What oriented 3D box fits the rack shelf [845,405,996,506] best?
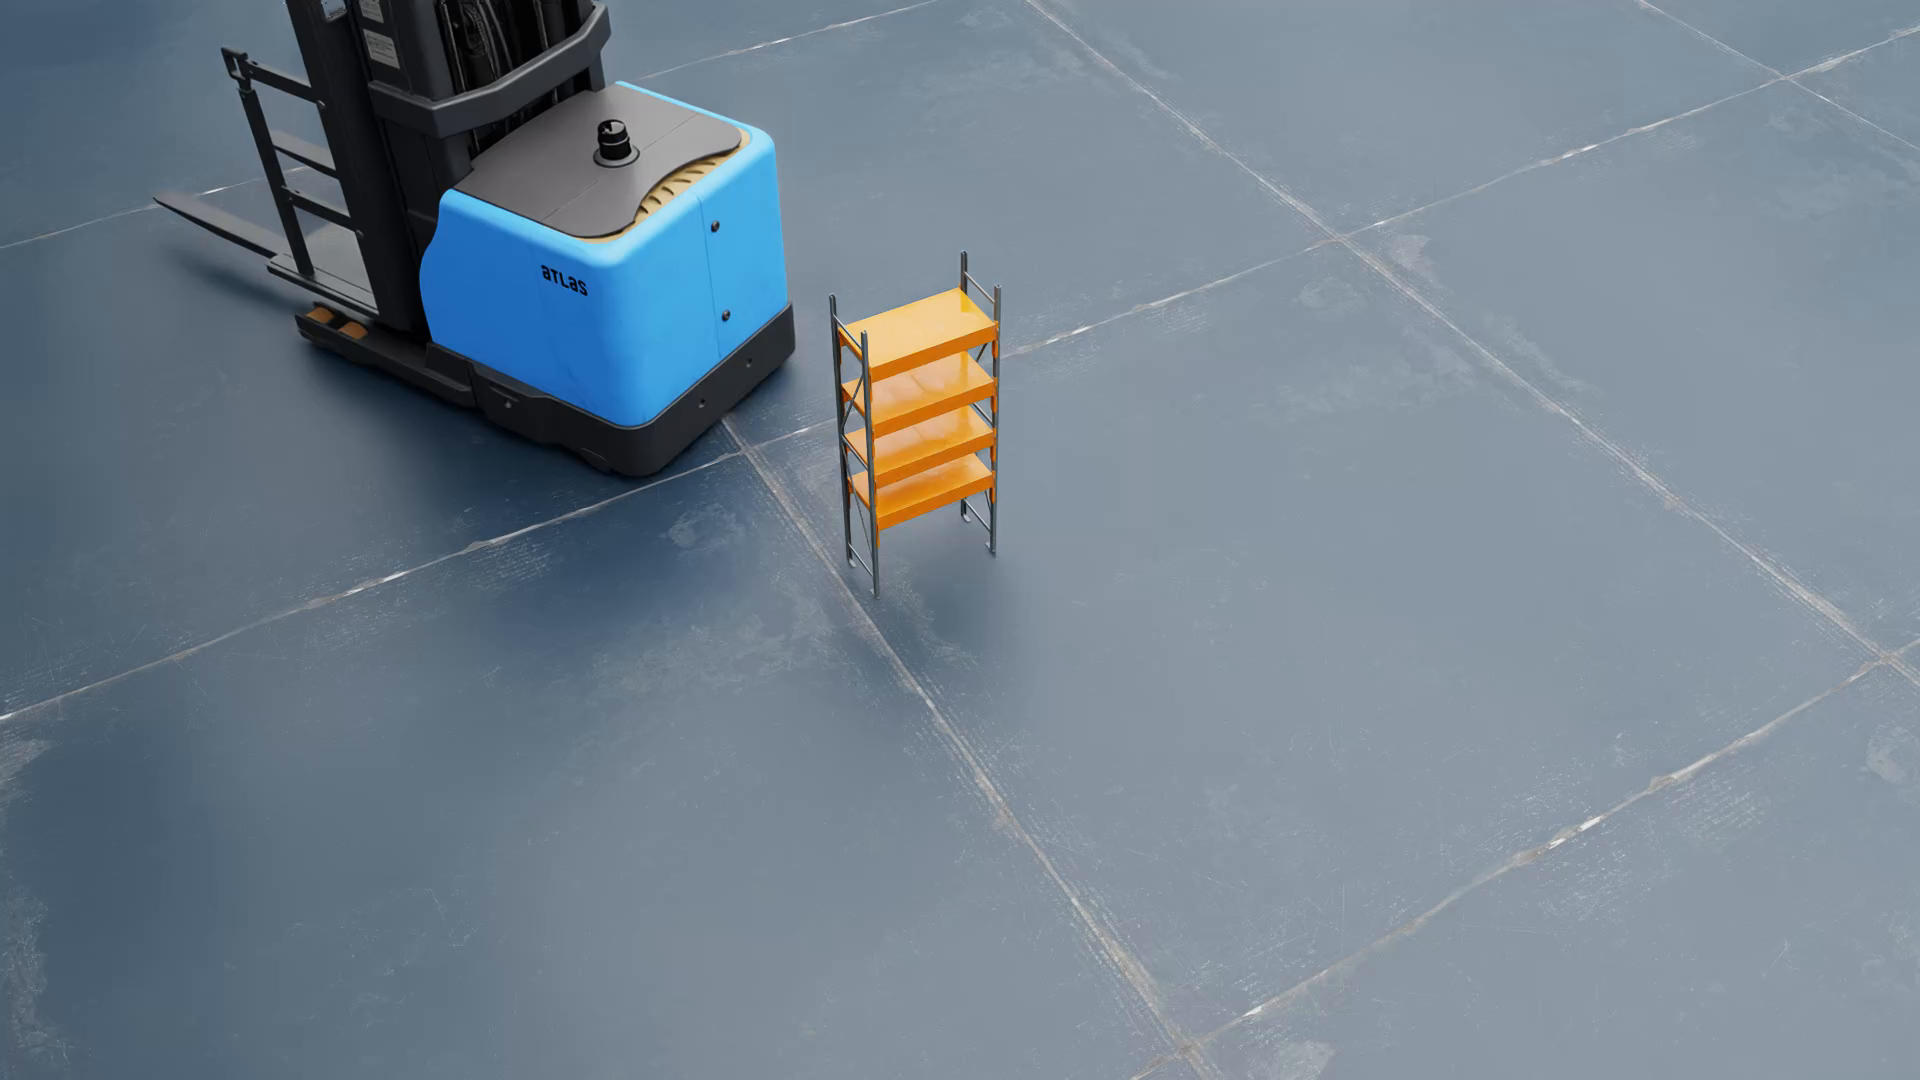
[{"bbox_3d":[-0.144,-0.325,5.820,0.480,0.148,0.258,-22,48,-21],"label":"rack shelf"}]

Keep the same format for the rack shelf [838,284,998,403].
[{"bbox_3d":[-0.144,-0.655,5.499,0.480,0.148,0.258,-22,48,-21],"label":"rack shelf"}]

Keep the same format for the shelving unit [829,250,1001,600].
[{"bbox_3d":[-0.144,-0.373,5.773,0.503,1.200,0.258,-22,48,-21],"label":"shelving unit"}]

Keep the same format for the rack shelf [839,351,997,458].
[{"bbox_3d":[-0.144,-0.485,5.664,0.480,0.148,0.258,-22,48,-21],"label":"rack shelf"}]

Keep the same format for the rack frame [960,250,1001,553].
[{"bbox_3d":[0.068,-0.458,5.860,0.015,1.200,0.240,-22,48,-21],"label":"rack frame"}]

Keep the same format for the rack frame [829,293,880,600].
[{"bbox_3d":[-0.355,-0.288,5.686,0.015,1.200,0.240,-22,48,-21],"label":"rack frame"}]

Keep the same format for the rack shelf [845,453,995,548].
[{"bbox_3d":[-0.144,-0.182,5.958,0.480,0.148,0.258,-22,48,-21],"label":"rack shelf"}]

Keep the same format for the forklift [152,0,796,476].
[{"bbox_3d":[-2.209,-2.089,6.298,3.031,2.935,1.130,24,49,23],"label":"forklift"}]
